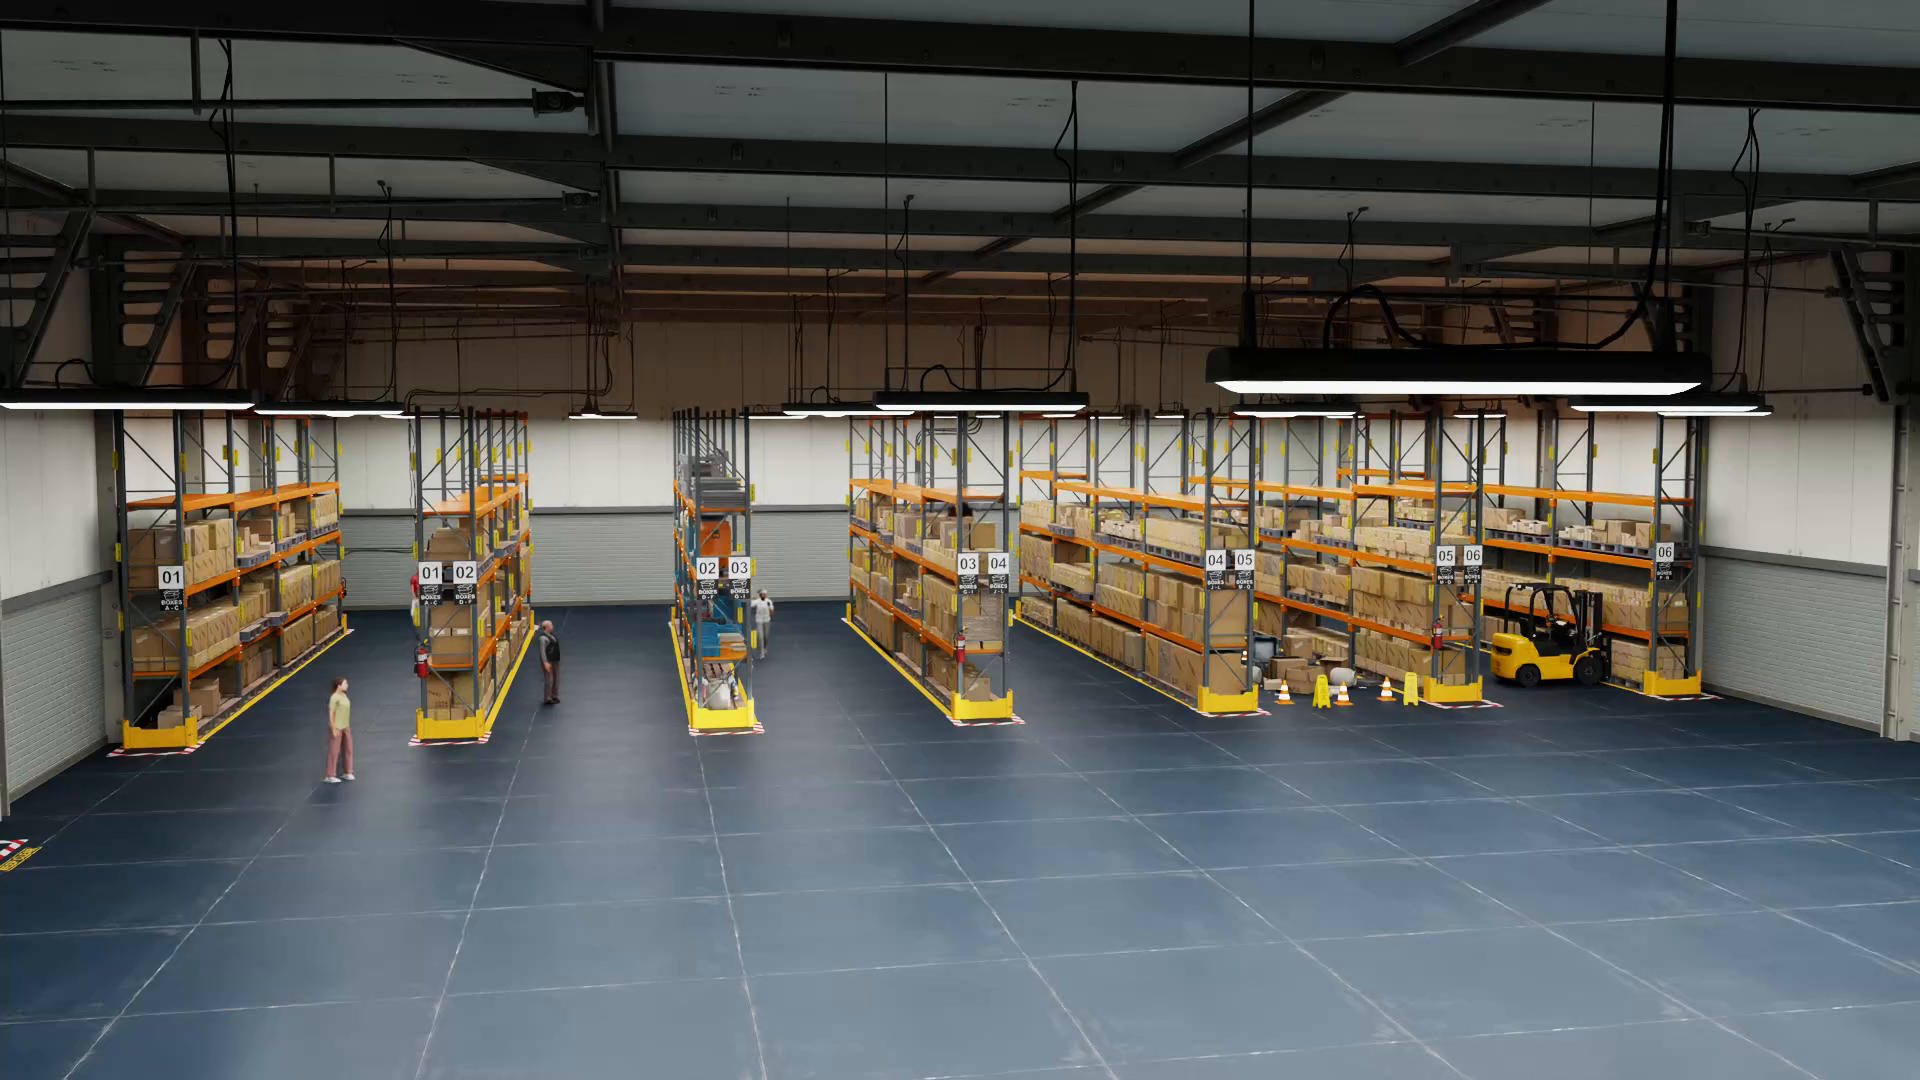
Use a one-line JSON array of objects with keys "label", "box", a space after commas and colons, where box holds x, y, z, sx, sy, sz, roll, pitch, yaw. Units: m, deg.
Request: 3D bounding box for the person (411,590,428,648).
[{"label": "person", "box": [-13.400, 2.005, 41.244, 0.399, 1.557, 0.823, -1, 4, -13]}]

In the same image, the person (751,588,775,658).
[{"label": "person", "box": [-4.810, 1.989, 40.422, 0.631, 1.643, 1.028, -1, 4, -10]}]

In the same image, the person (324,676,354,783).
[{"label": "person", "box": [-9.878, 3.004, 26.484, 0.417, 1.678, 0.524, 1, 4, 11]}]

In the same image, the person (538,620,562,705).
[{"label": "person", "box": [-8.305, 2.486, 33.694, 0.420, 1.737, 0.593, 2, 4, 25]}]

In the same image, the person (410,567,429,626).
[{"label": "person", "box": [-15.067, 1.559, 46.420, 0.516, 1.670, 1.017, -1, 4, -19]}]
